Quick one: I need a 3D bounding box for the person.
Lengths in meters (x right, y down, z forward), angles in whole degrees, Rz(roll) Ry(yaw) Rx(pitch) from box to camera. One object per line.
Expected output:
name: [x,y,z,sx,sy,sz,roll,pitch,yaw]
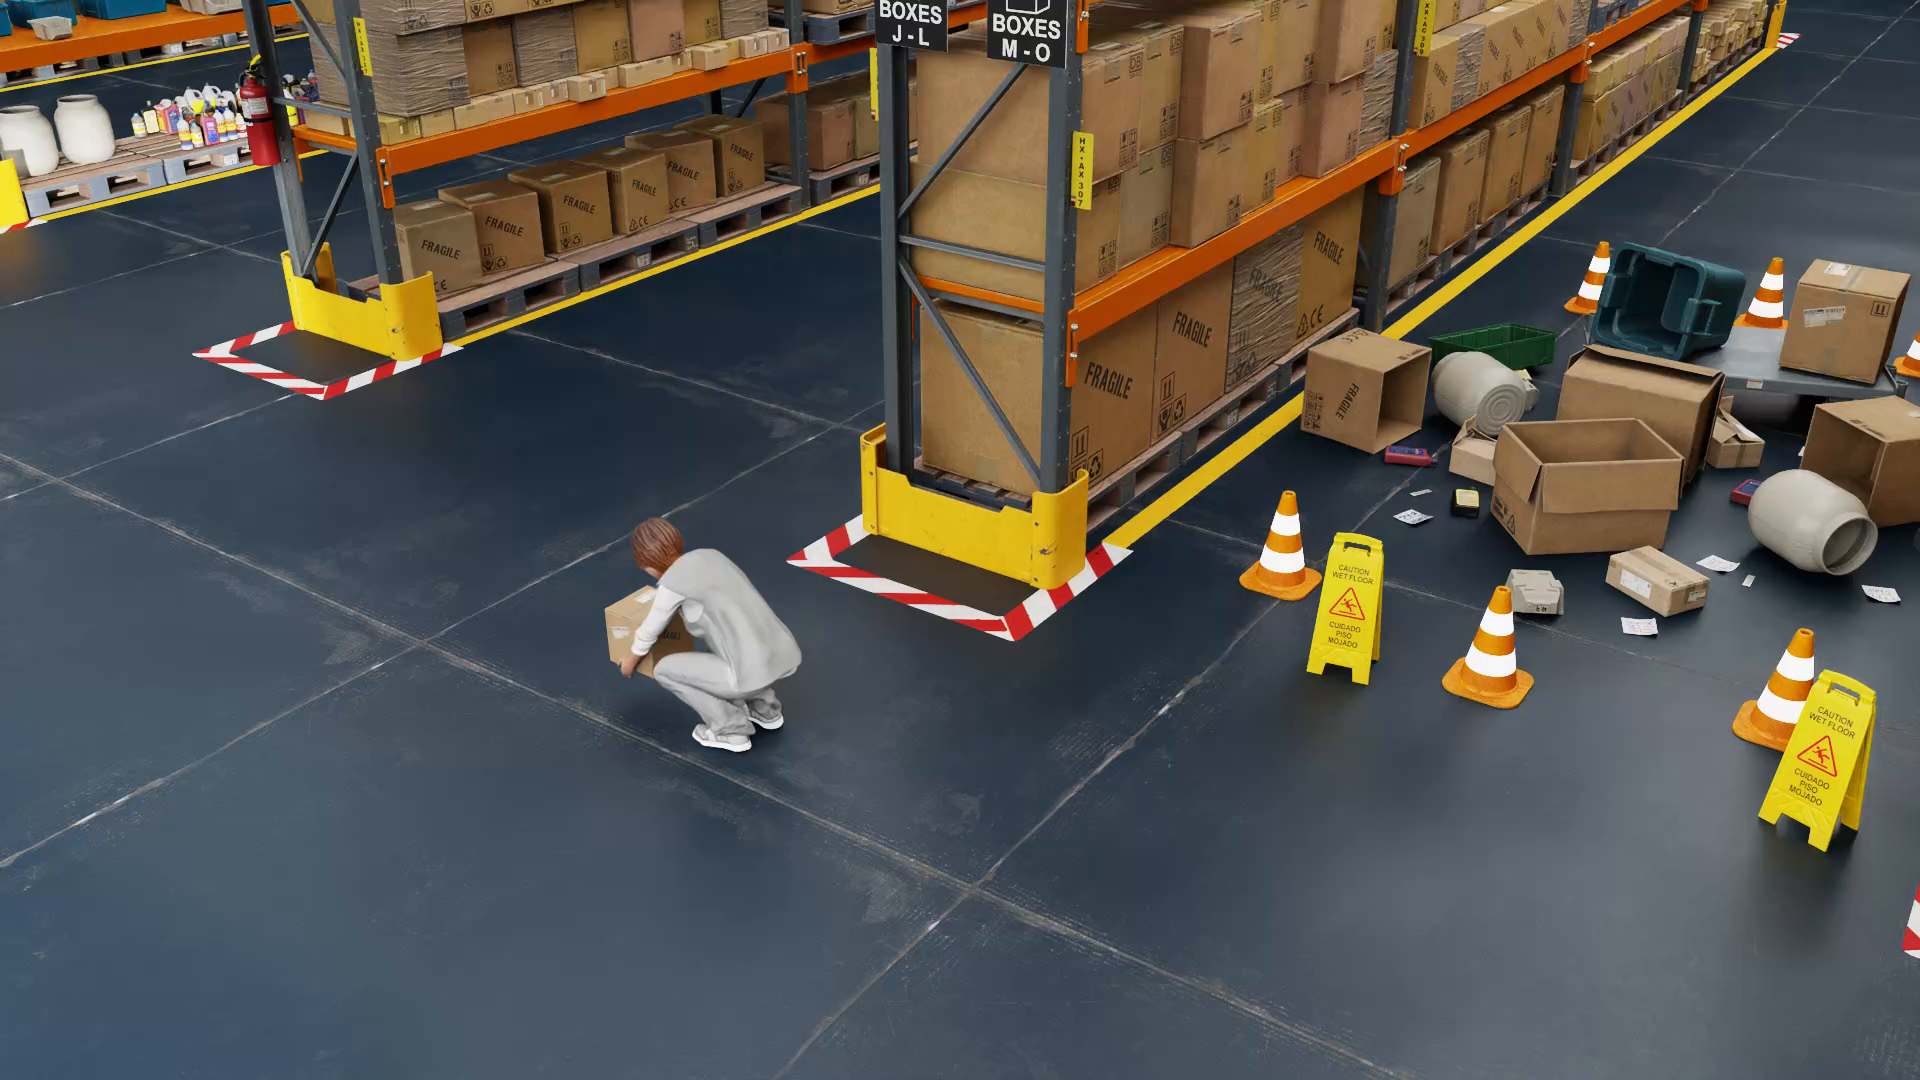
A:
person: [-1.013,0.407,6.729,0.803,0.793,0.449,17,32,30]
